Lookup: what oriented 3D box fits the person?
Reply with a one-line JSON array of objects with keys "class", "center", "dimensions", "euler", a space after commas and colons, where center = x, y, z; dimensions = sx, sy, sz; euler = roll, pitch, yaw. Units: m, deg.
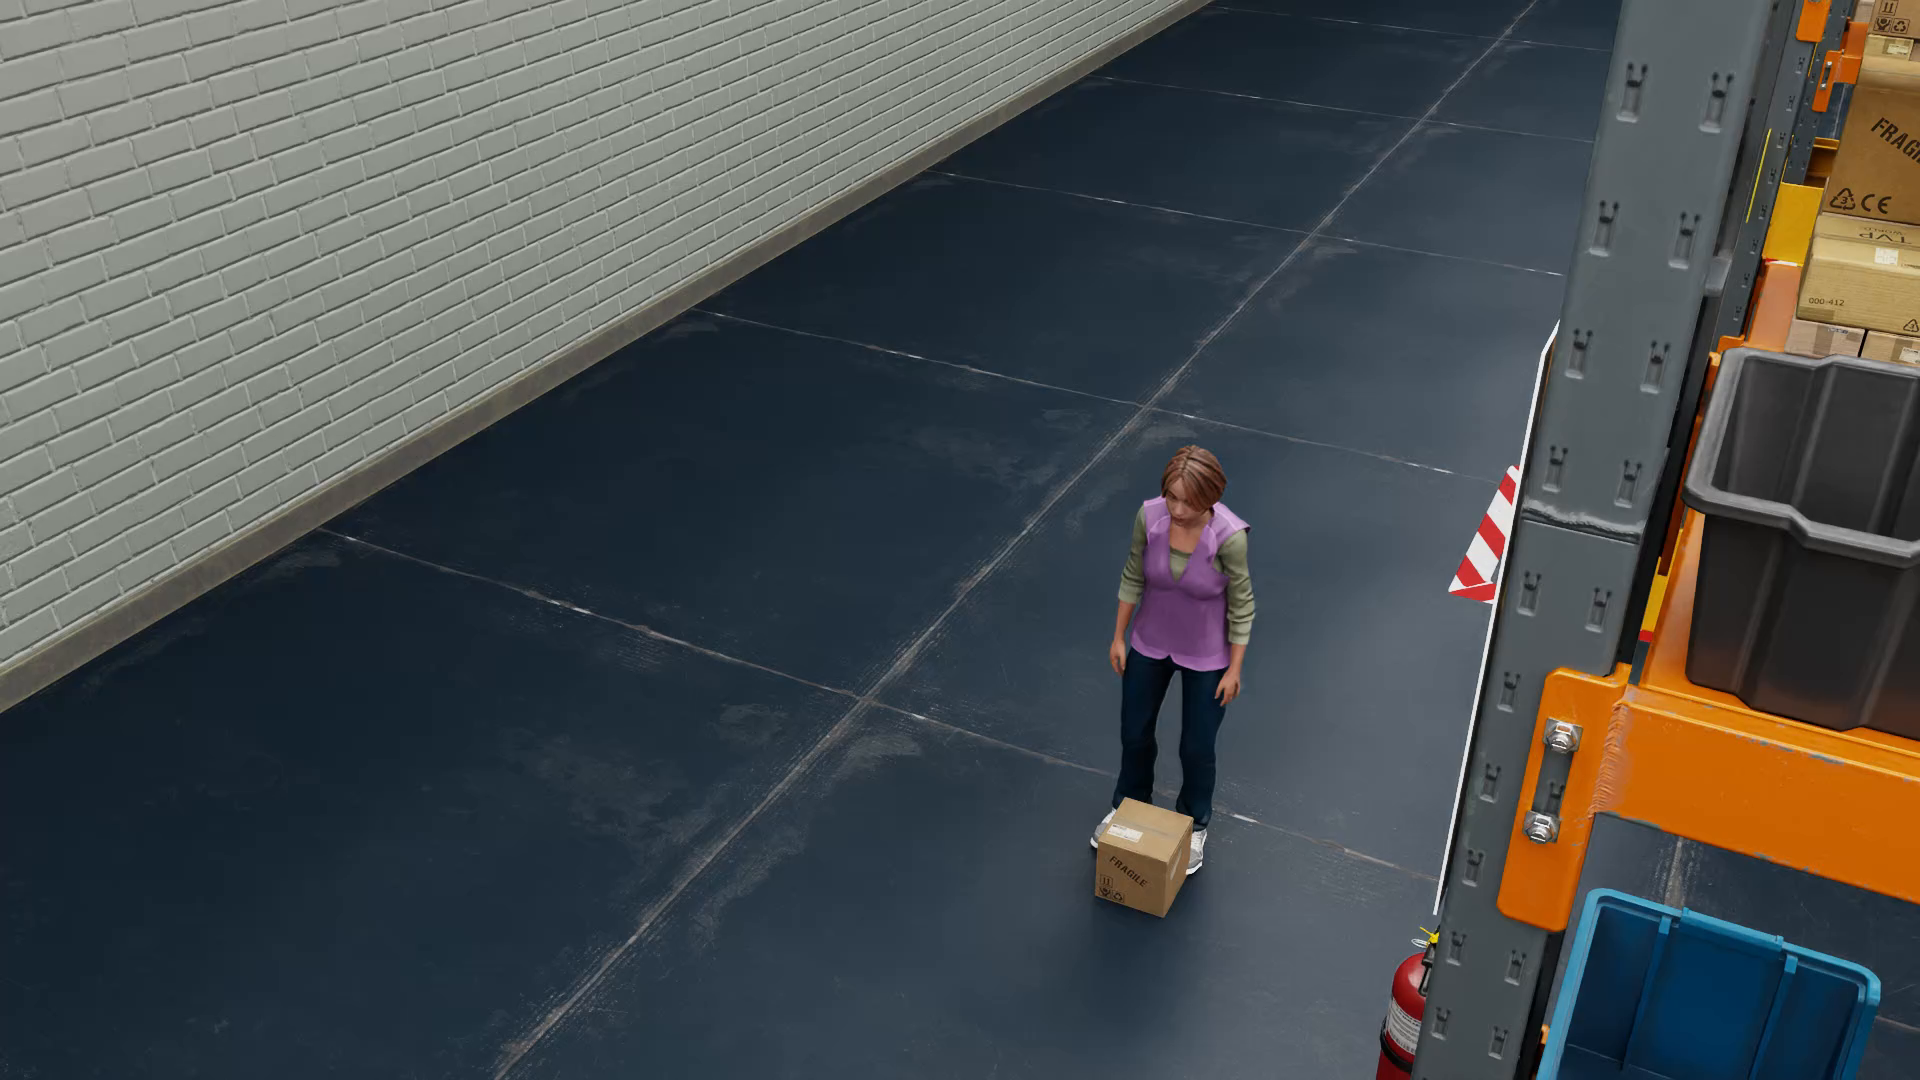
[{"class": "person", "center": [0.724, 0.384, 5.488], "dimensions": [0.461, 1.593, 0.343], "euler": [15, 34, 23]}]
